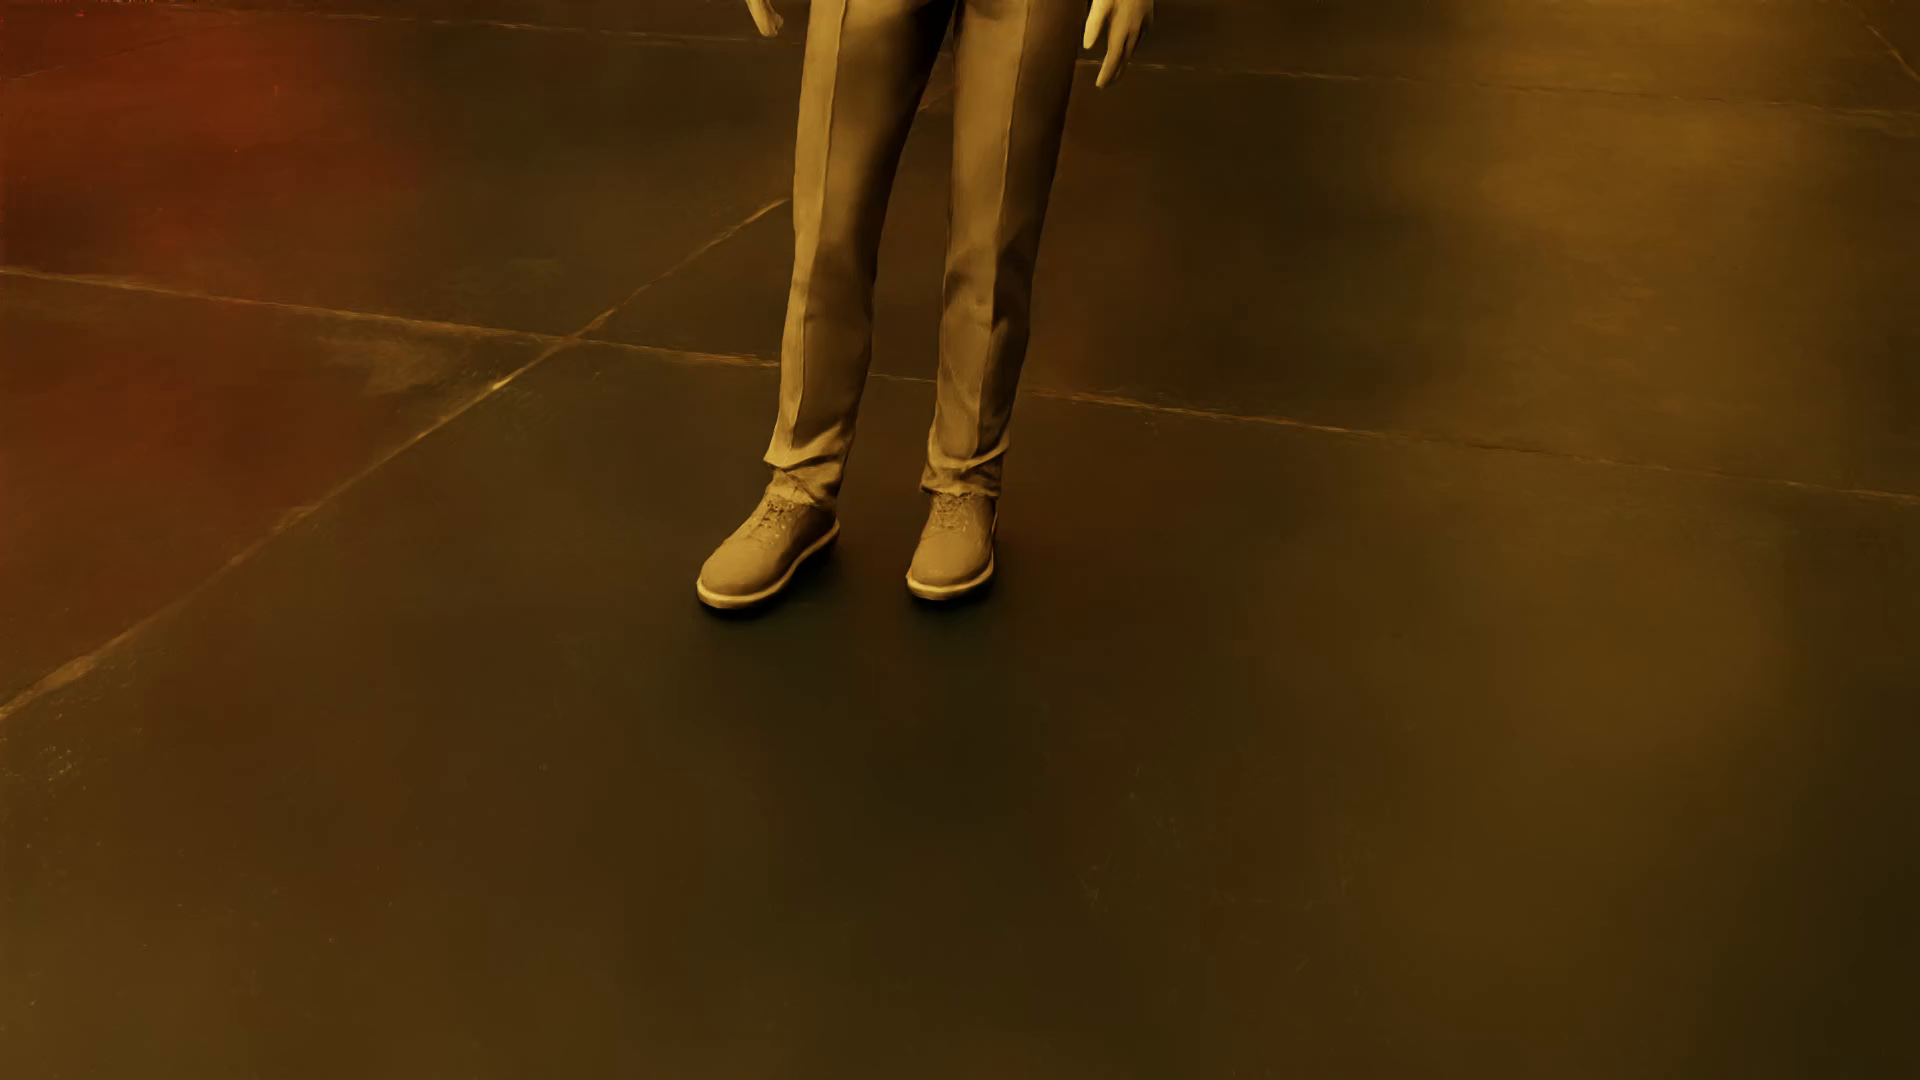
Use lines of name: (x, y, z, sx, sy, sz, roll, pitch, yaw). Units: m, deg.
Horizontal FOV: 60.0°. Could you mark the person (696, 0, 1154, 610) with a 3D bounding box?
person: (-0.027, -0.733, 2.056, 0.586, 1.695, 0.532, 8, 28, 16)
